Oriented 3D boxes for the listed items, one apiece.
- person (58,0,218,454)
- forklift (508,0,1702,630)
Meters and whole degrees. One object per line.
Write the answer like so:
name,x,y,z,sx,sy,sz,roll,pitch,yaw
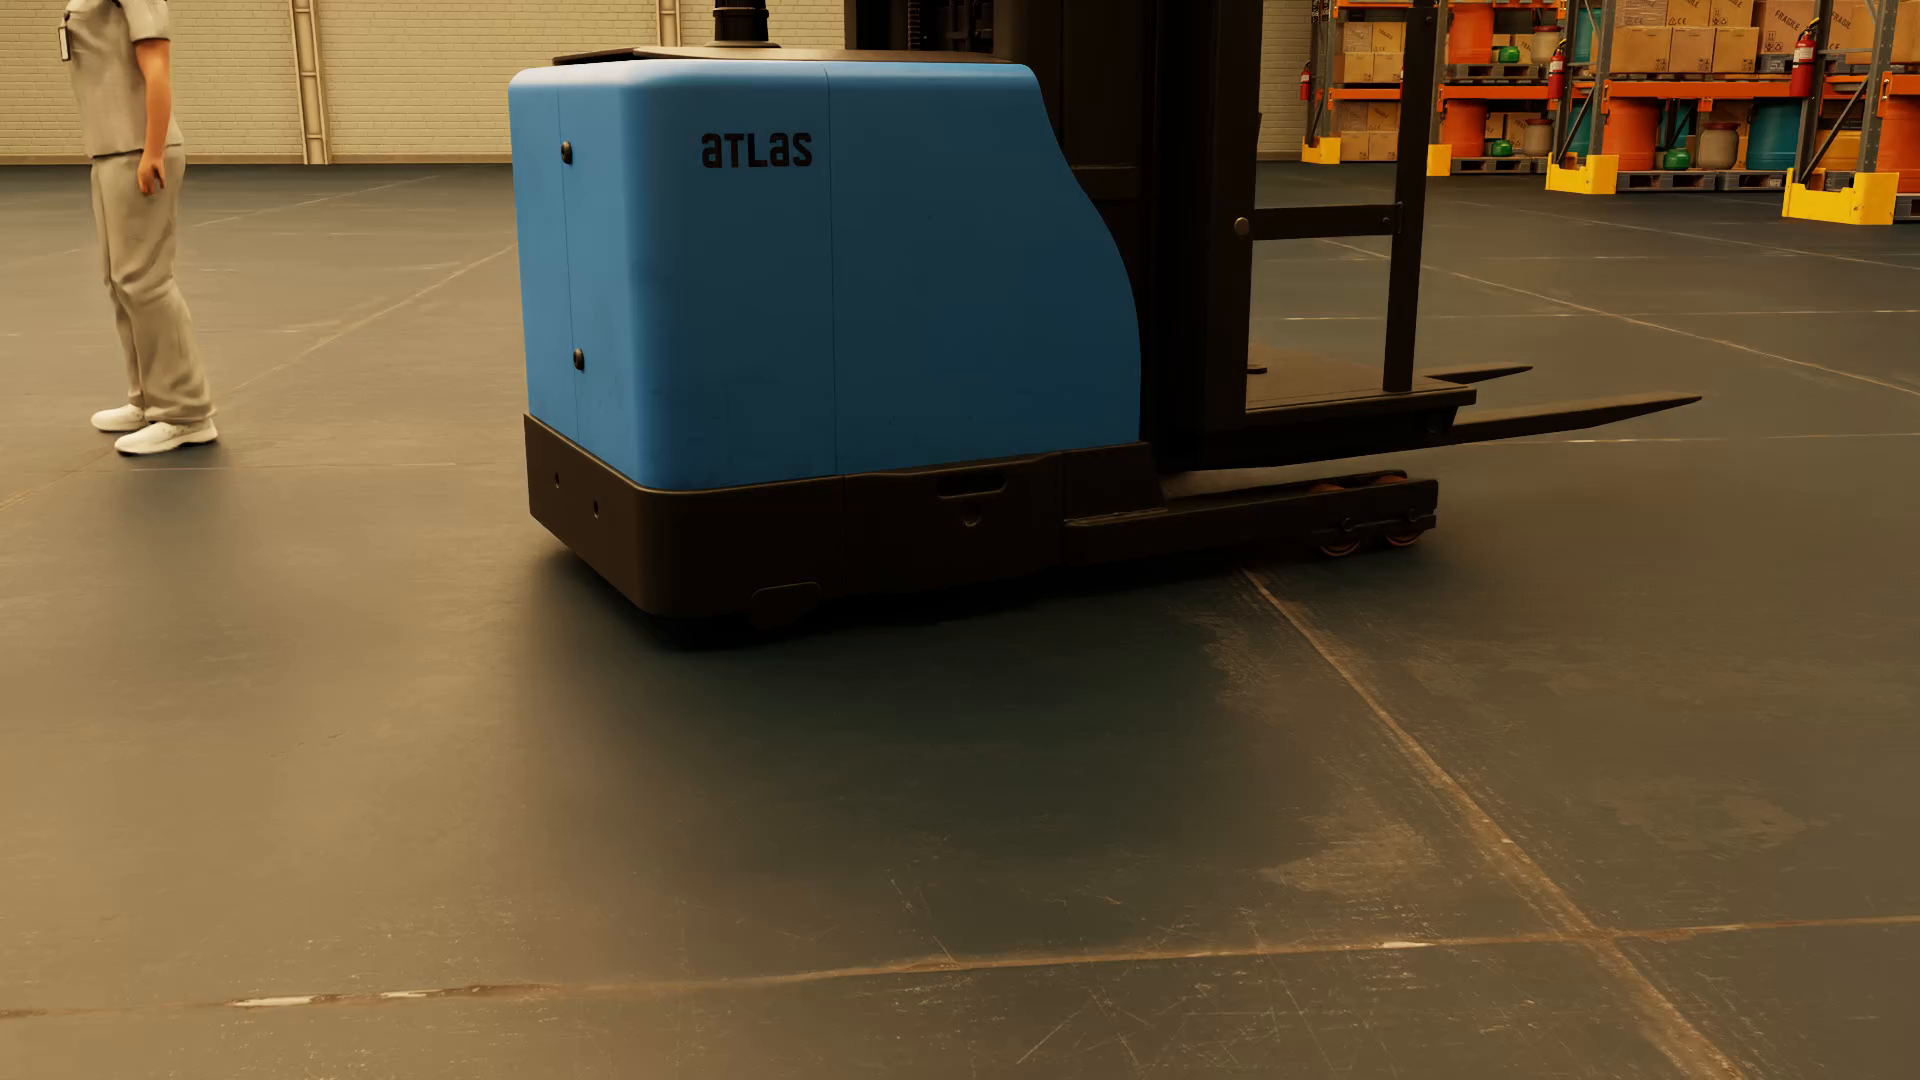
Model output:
person,-2.460,-1.126,4.949,0.363,1.675,0.523,-10,18,-33
forklift,0.538,-1.490,3.837,3.031,2.935,1.130,-8,17,-27
